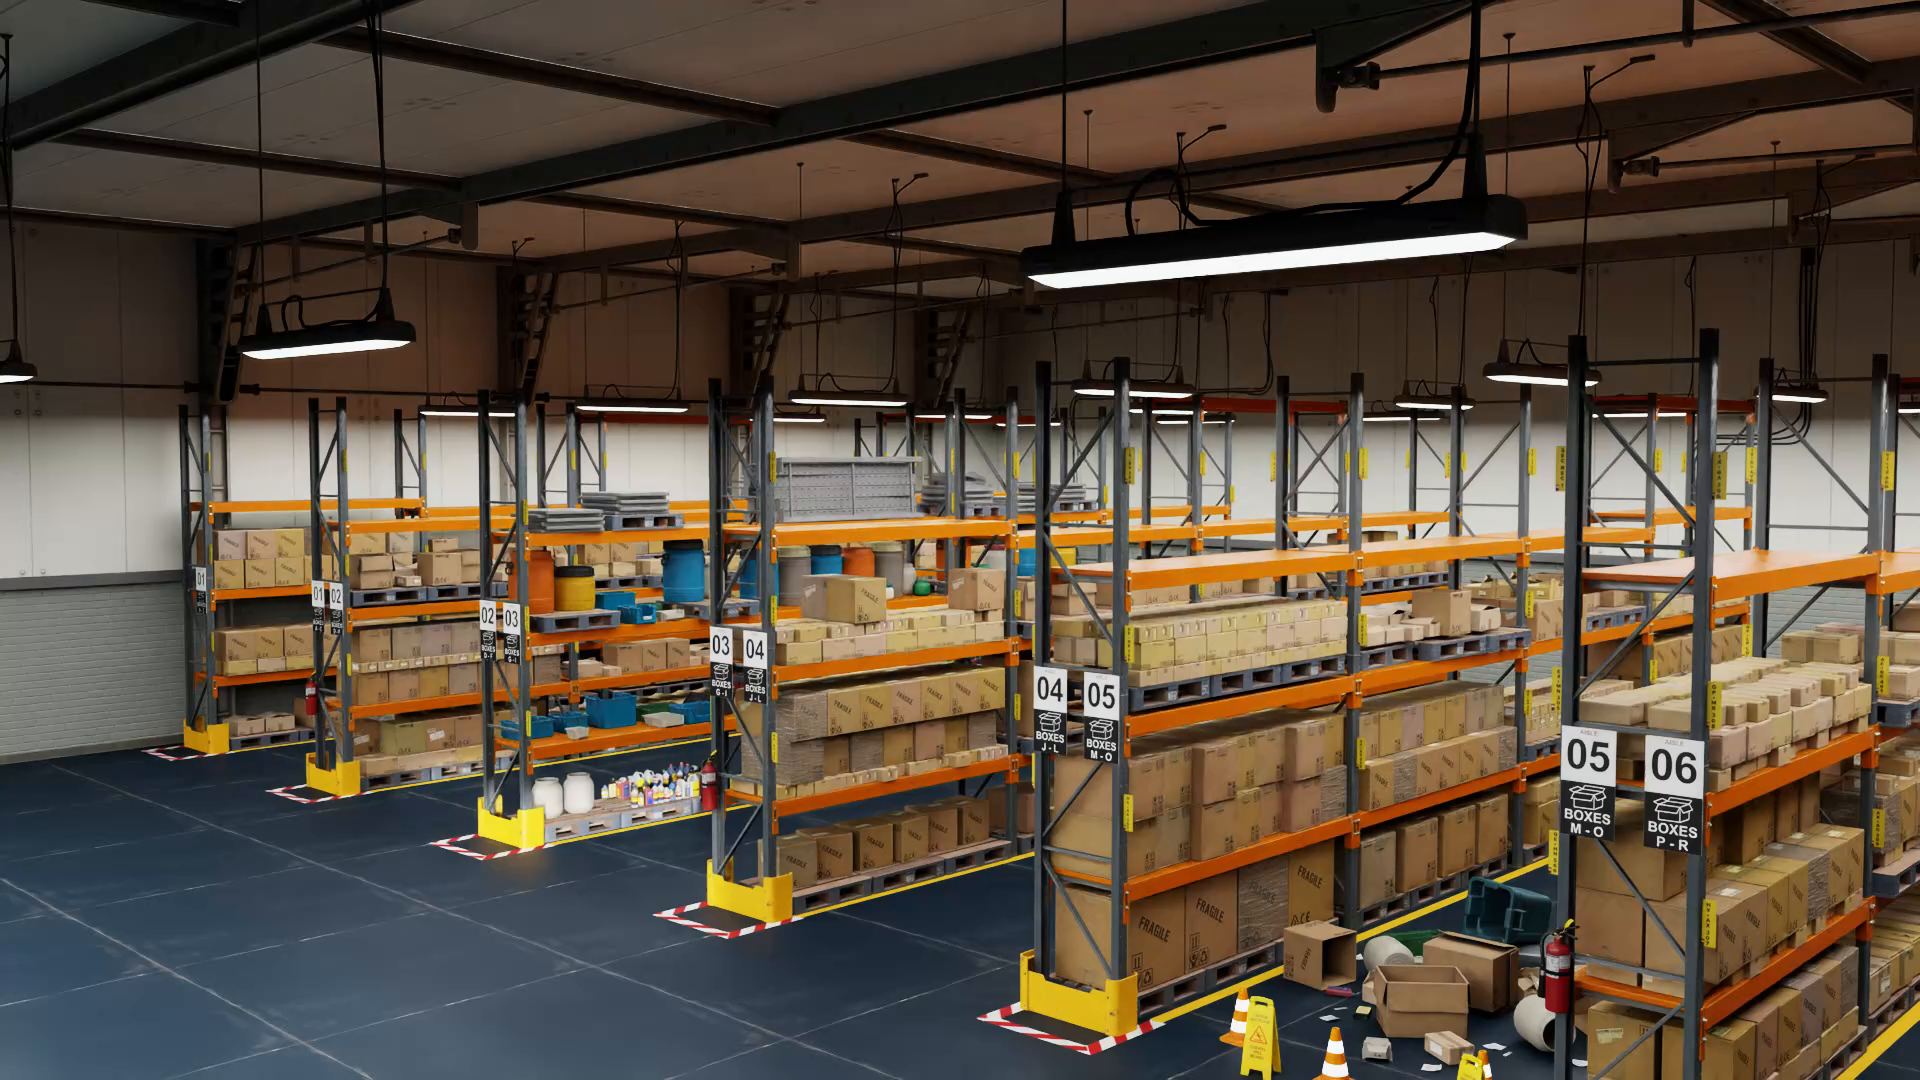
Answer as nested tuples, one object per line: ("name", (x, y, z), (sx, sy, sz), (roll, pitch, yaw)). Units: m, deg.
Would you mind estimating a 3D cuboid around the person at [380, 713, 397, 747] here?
("person", (-9.967, 2.748, 28.918), (0.505, 1.775, 0.594), (-2, 4, -34))
